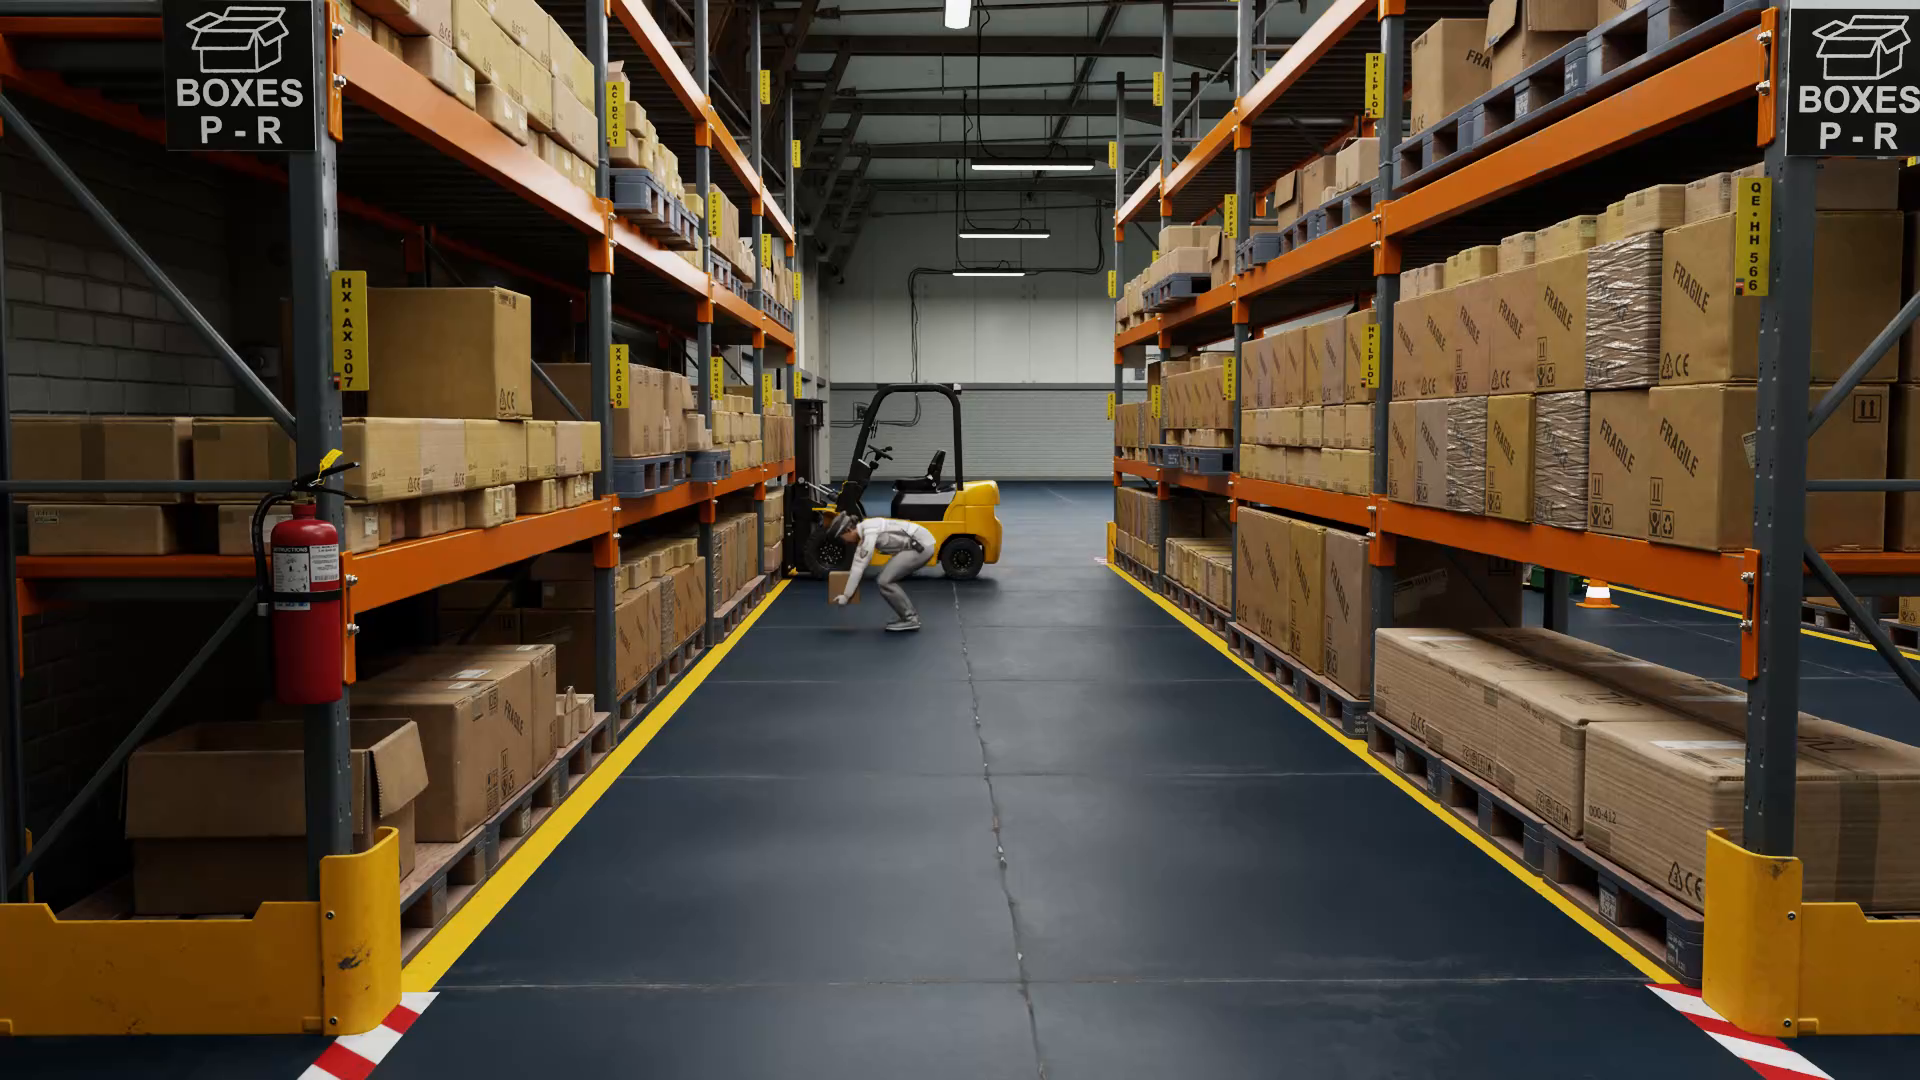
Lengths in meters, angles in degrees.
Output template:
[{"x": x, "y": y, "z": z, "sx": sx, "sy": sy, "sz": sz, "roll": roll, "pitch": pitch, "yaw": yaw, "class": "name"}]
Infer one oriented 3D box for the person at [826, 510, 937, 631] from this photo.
[{"x": -0.652, "y": 0.249, "z": 13.786, "sx": 0.919, "sy": 0.996, "sz": 0.468, "roll": 0, "pitch": 4, "yaw": -4, "class": "person"}]
